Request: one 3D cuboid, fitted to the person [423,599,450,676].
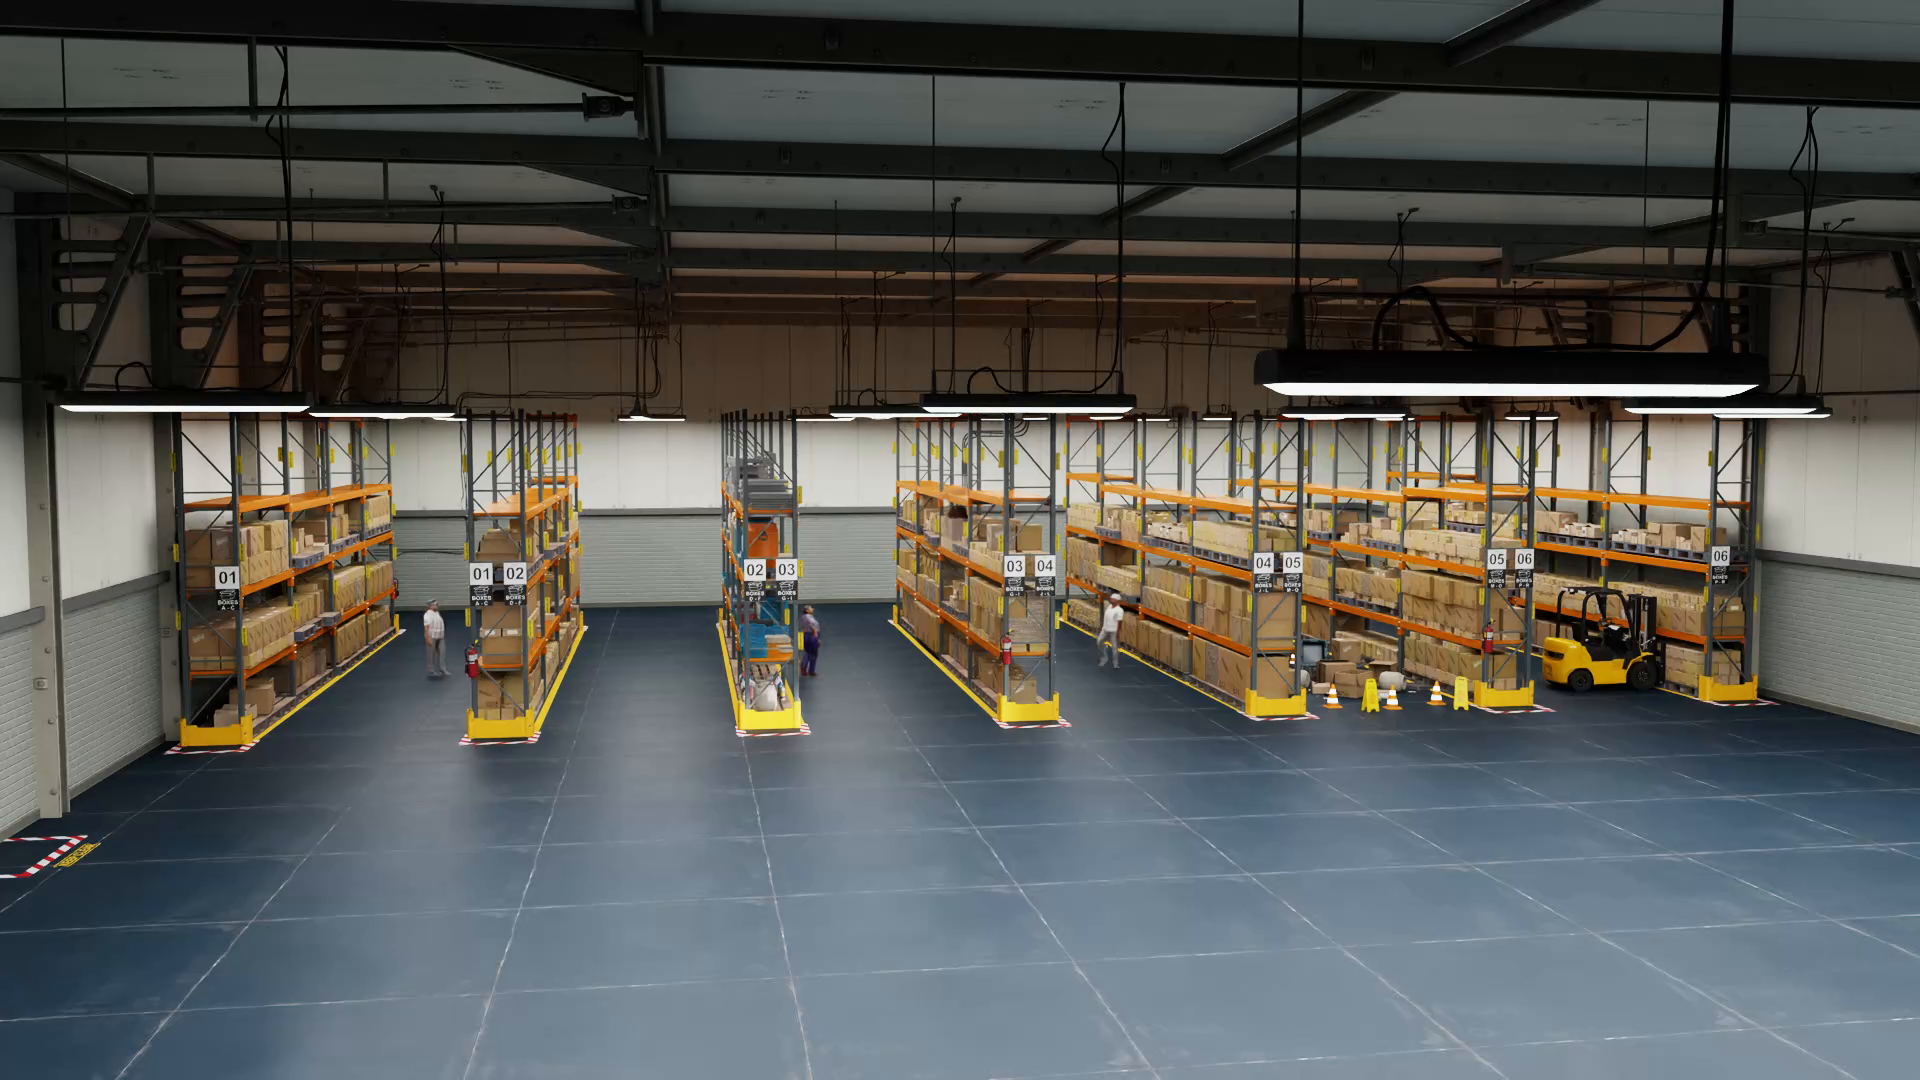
[{"bbox_3d":[-11.940,2.208,37.808,0.418,1.773,0.590,3,5,36],"label":"person"}]

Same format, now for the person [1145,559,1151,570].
[{"bbox_3d":[5.680,1.379,50.732,0.425,1.605,0.407,-2,4,-27],"label":"person"}]

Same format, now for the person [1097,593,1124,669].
[{"bbox_3d":[3.503,2.120,38.979,0.784,1.762,0.452,4,6,44],"label":"person"}]

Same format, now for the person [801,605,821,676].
[{"bbox_3d":[-3.368,2.274,37.629,0.506,1.635,0.454,2,5,30],"label":"person"}]
